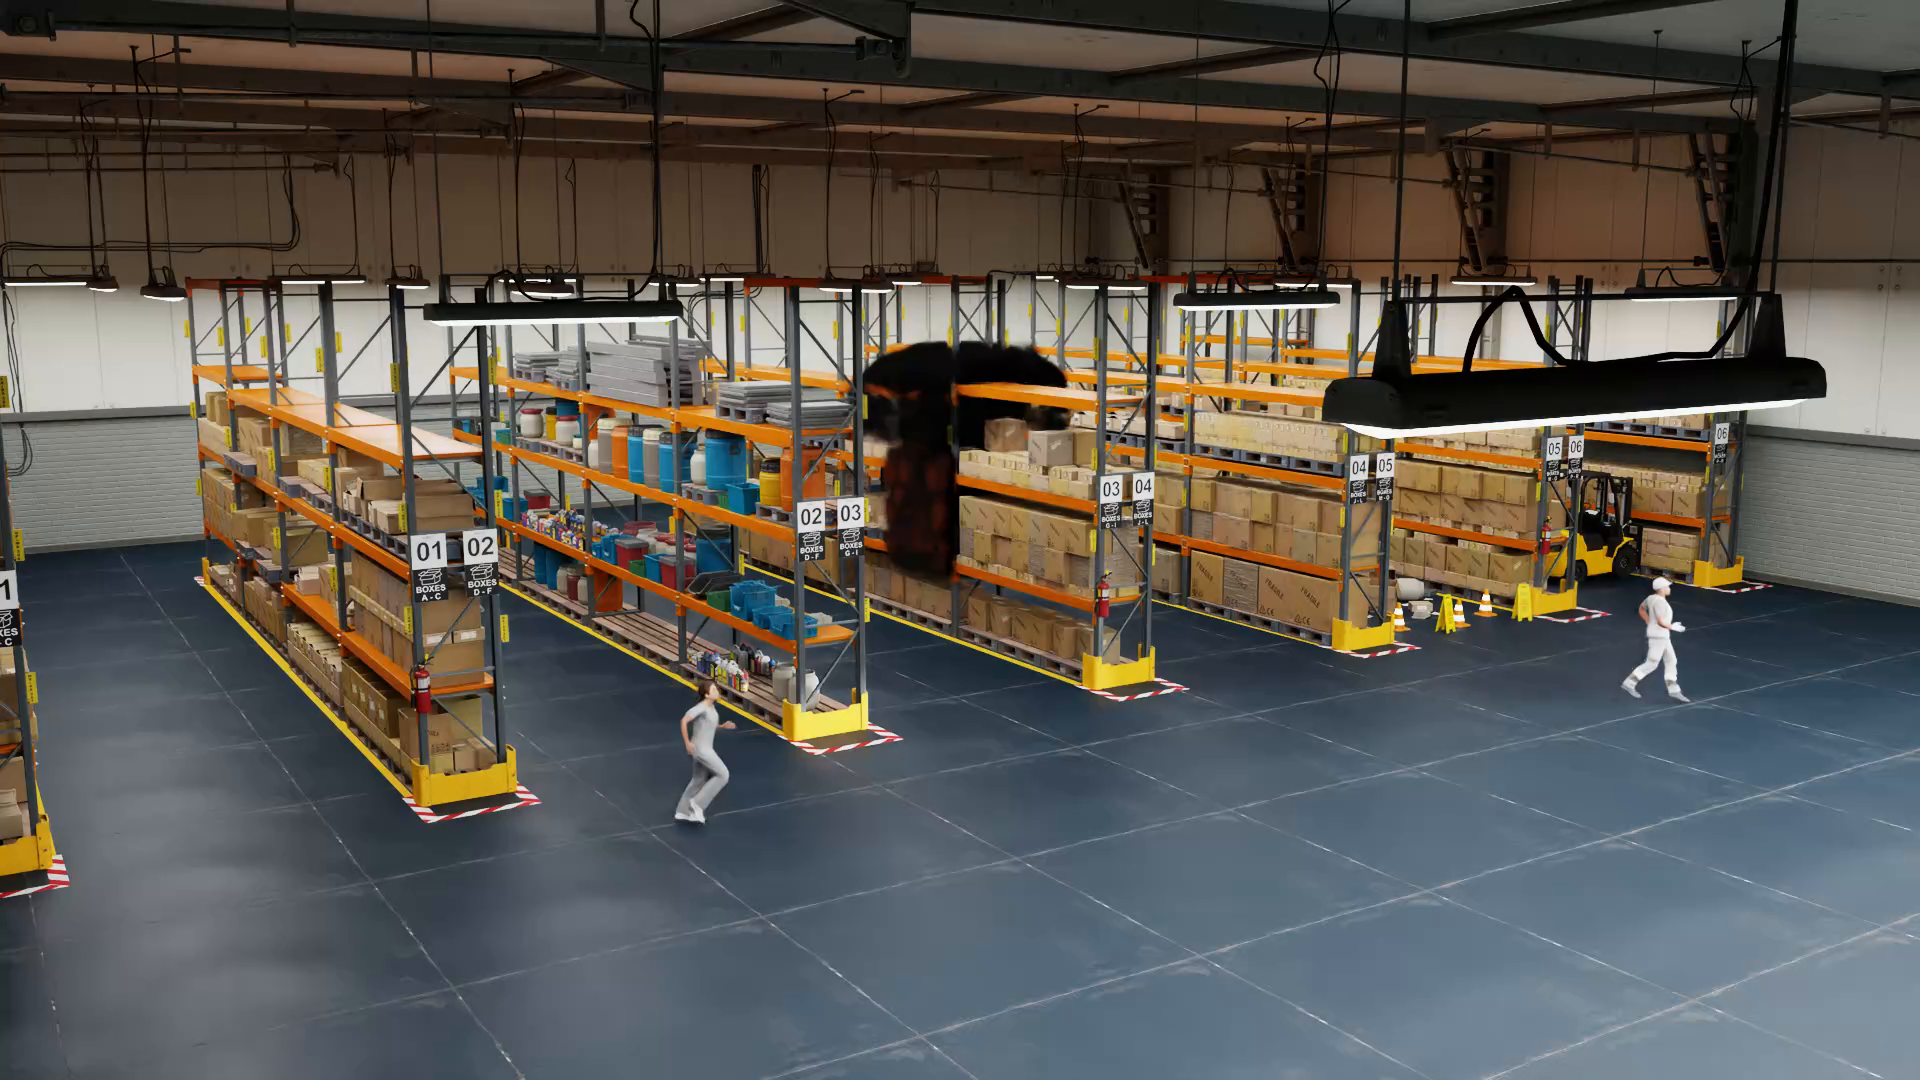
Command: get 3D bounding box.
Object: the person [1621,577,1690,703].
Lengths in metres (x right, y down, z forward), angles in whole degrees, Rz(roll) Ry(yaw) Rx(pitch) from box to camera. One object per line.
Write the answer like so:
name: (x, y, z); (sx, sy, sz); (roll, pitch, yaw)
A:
person: (10.113, 1.433, 24.069); (0.945, 1.800, 0.698); (3, 10, 18)

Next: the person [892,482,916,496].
person: (-1.463, -1.519, 42.068); (0.925, 1.648, 0.689); (4, 10, 20)

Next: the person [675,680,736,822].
person: (-2.885, 2.385, 18.802); (0.711, 1.631, 0.569); (0, 10, -1)

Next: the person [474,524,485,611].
person: (-8.433, 0.520, 28.908); (0.524, 1.449, 0.689); (-6, 11, -30)
